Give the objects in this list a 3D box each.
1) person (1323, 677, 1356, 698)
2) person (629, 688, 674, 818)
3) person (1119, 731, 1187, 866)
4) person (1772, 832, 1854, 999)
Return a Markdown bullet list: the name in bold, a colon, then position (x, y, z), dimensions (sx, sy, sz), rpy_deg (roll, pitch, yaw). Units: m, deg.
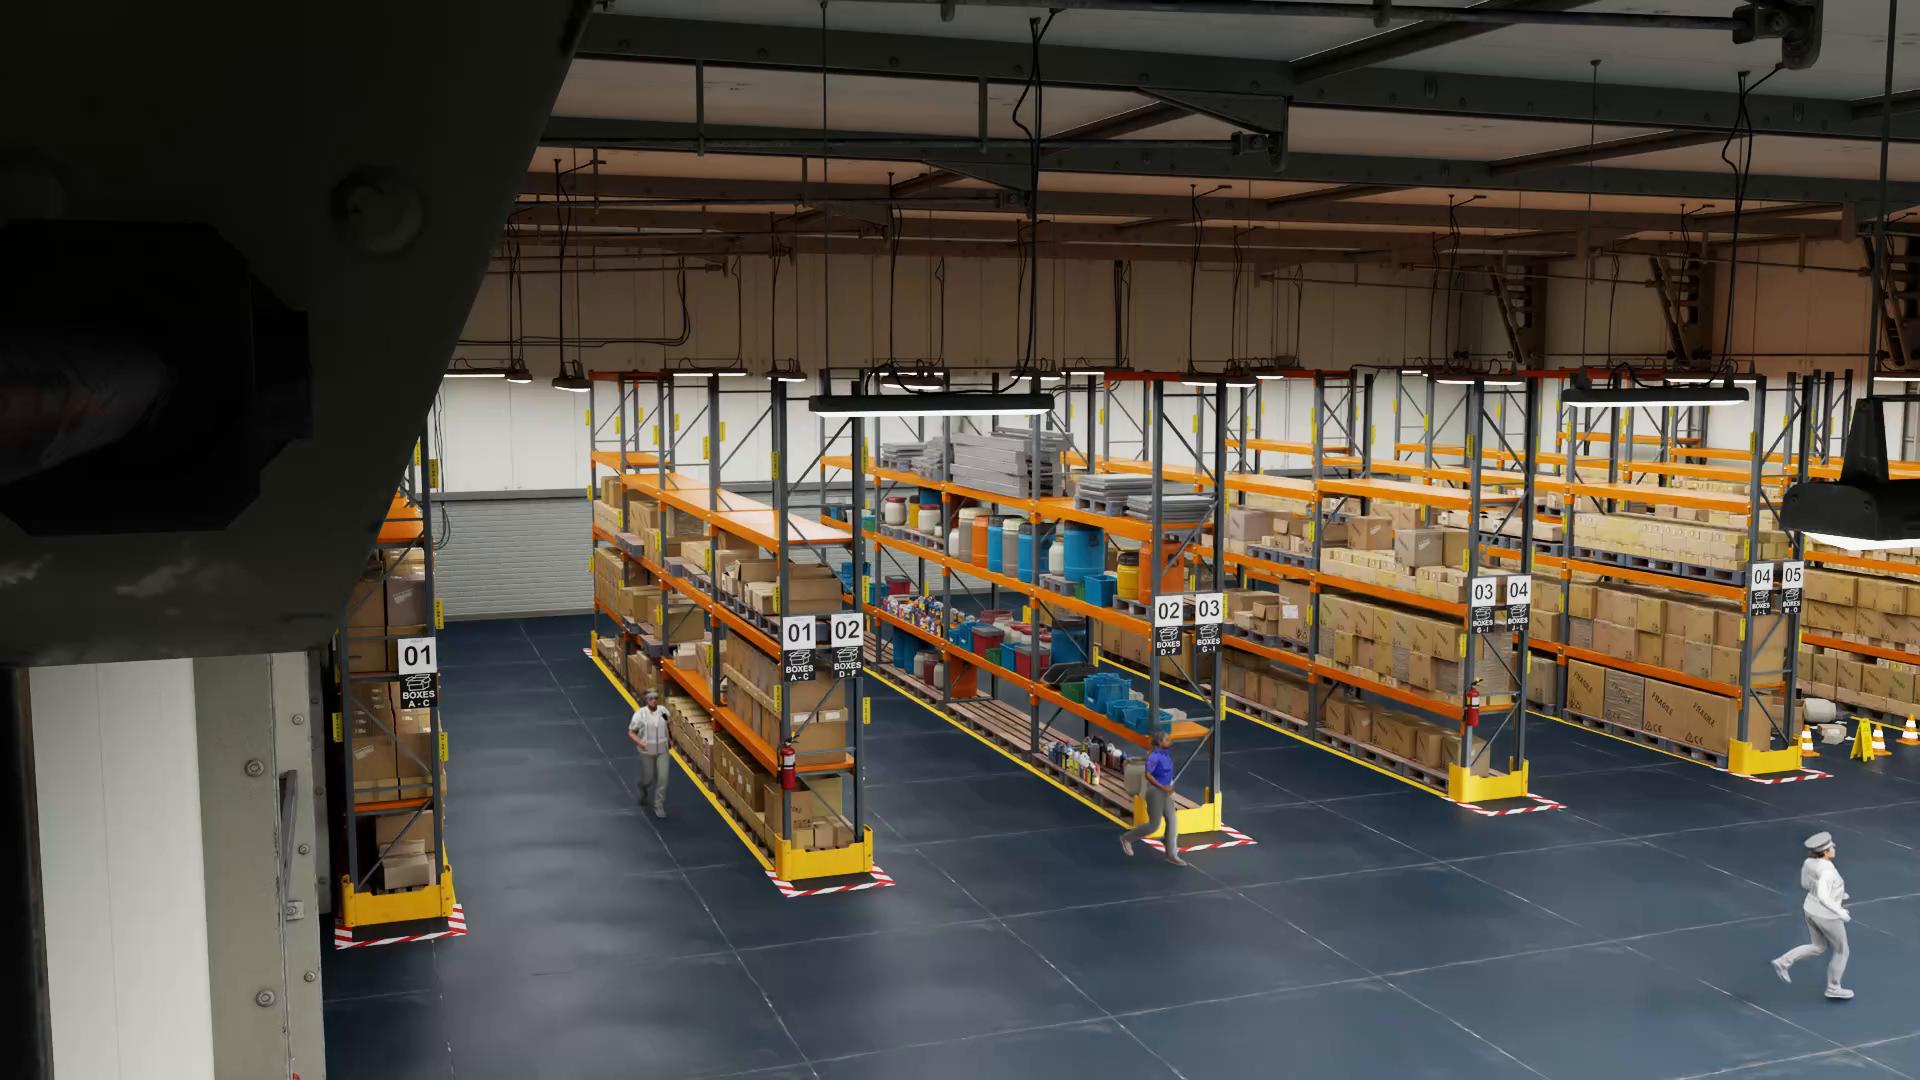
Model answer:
- **person**: position (7.059, 1.999, 30.820), dimensions (0.685, 1.831, 0.831), rpy_deg (-3, 7, -26)
- **person**: position (-4.254, 2.906, 23.049), dimensions (0.663, 1.772, 0.816), rpy_deg (-3, 7, -26)
- **person**: position (2.505, 3.245, 20.848), dimensions (0.883, 1.523, 0.650), rpy_deg (4, 7, 29)
- **person**: position (8.453, 3.684, 16.343), dimensions (0.748, 1.660, 0.625), rpy_deg (0, 6, 1)
